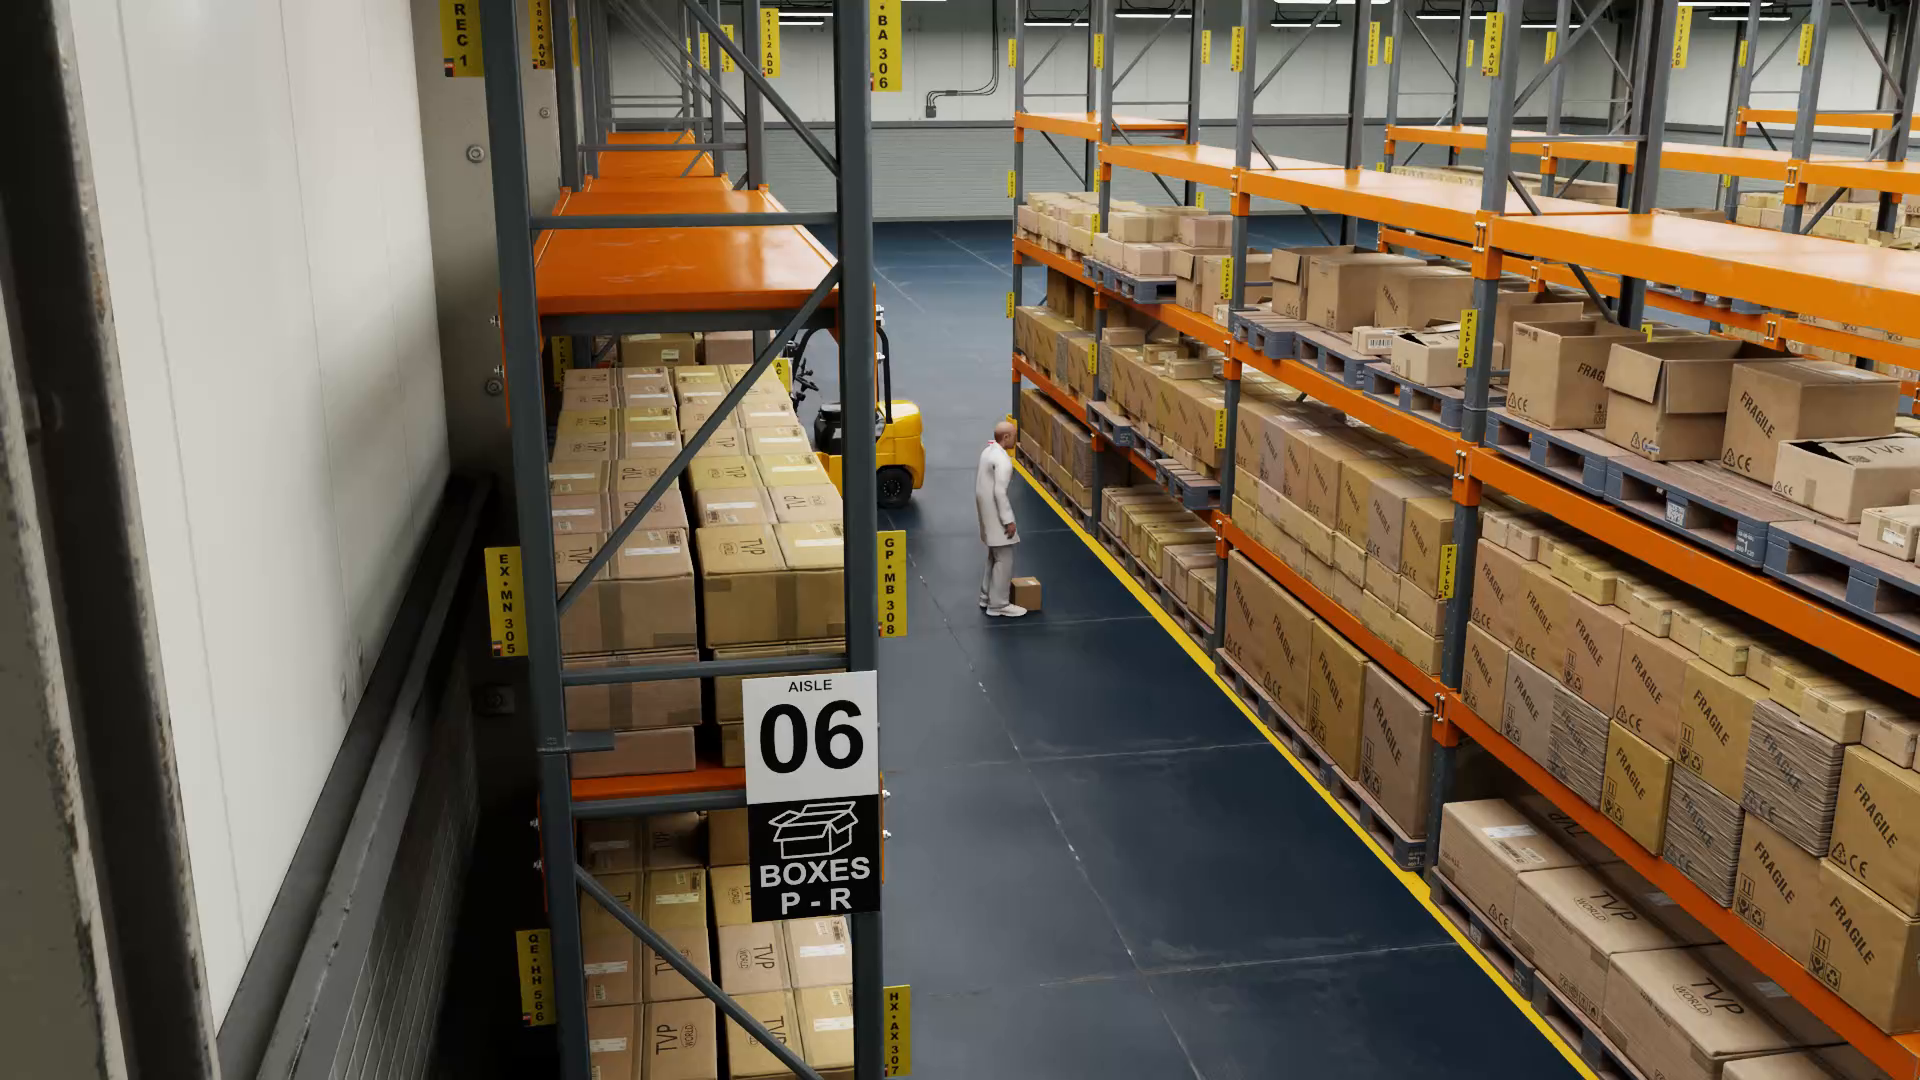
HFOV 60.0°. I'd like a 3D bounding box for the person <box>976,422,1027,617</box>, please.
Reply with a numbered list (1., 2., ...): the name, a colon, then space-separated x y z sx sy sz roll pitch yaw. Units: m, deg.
1. person: 0.362 -0.212 15.296 0.416 1.774 0.651 -3 16 -11
